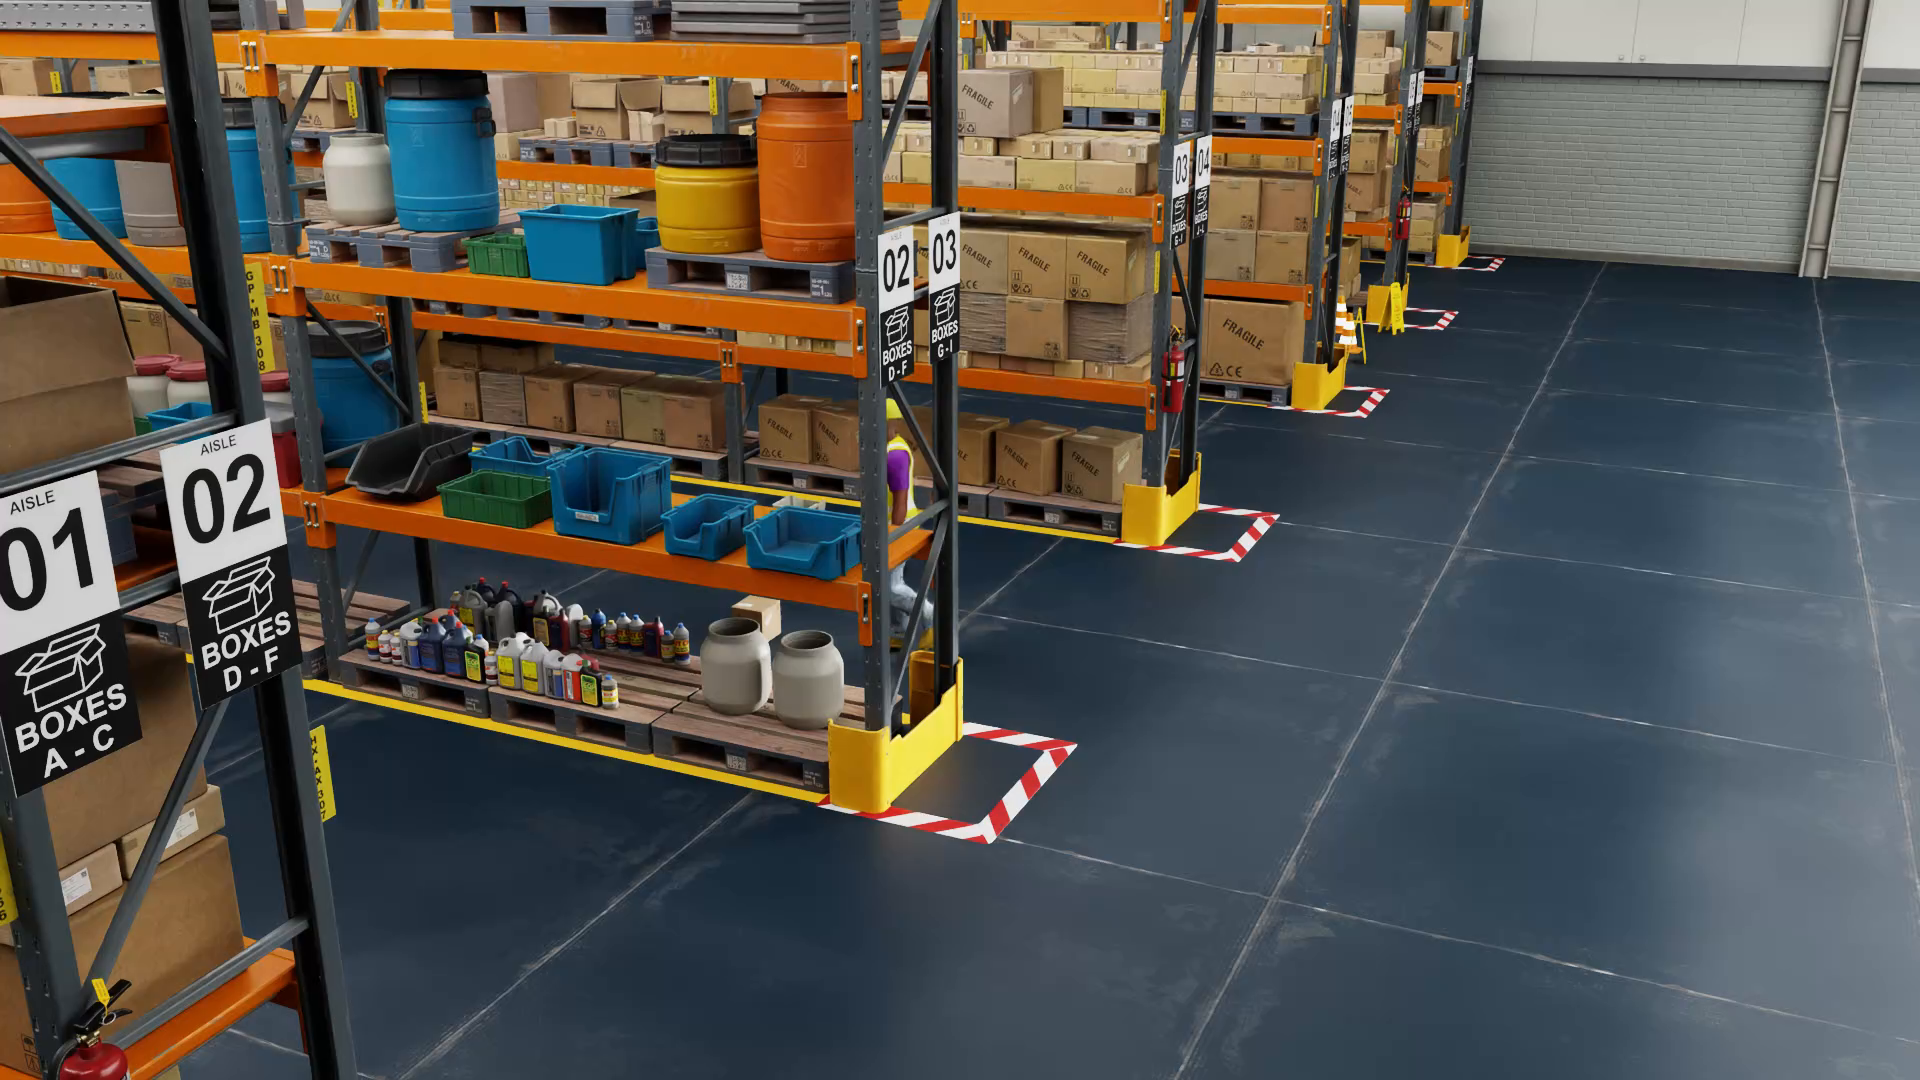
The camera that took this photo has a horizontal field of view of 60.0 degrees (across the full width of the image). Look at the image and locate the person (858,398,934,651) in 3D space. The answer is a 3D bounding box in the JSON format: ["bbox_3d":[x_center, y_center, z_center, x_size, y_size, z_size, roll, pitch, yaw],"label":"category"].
[{"bbox_3d":[-0.386,-0.087,11.252,0.554,1.765,0.610,-3,19,-9],"label":"person"}]
